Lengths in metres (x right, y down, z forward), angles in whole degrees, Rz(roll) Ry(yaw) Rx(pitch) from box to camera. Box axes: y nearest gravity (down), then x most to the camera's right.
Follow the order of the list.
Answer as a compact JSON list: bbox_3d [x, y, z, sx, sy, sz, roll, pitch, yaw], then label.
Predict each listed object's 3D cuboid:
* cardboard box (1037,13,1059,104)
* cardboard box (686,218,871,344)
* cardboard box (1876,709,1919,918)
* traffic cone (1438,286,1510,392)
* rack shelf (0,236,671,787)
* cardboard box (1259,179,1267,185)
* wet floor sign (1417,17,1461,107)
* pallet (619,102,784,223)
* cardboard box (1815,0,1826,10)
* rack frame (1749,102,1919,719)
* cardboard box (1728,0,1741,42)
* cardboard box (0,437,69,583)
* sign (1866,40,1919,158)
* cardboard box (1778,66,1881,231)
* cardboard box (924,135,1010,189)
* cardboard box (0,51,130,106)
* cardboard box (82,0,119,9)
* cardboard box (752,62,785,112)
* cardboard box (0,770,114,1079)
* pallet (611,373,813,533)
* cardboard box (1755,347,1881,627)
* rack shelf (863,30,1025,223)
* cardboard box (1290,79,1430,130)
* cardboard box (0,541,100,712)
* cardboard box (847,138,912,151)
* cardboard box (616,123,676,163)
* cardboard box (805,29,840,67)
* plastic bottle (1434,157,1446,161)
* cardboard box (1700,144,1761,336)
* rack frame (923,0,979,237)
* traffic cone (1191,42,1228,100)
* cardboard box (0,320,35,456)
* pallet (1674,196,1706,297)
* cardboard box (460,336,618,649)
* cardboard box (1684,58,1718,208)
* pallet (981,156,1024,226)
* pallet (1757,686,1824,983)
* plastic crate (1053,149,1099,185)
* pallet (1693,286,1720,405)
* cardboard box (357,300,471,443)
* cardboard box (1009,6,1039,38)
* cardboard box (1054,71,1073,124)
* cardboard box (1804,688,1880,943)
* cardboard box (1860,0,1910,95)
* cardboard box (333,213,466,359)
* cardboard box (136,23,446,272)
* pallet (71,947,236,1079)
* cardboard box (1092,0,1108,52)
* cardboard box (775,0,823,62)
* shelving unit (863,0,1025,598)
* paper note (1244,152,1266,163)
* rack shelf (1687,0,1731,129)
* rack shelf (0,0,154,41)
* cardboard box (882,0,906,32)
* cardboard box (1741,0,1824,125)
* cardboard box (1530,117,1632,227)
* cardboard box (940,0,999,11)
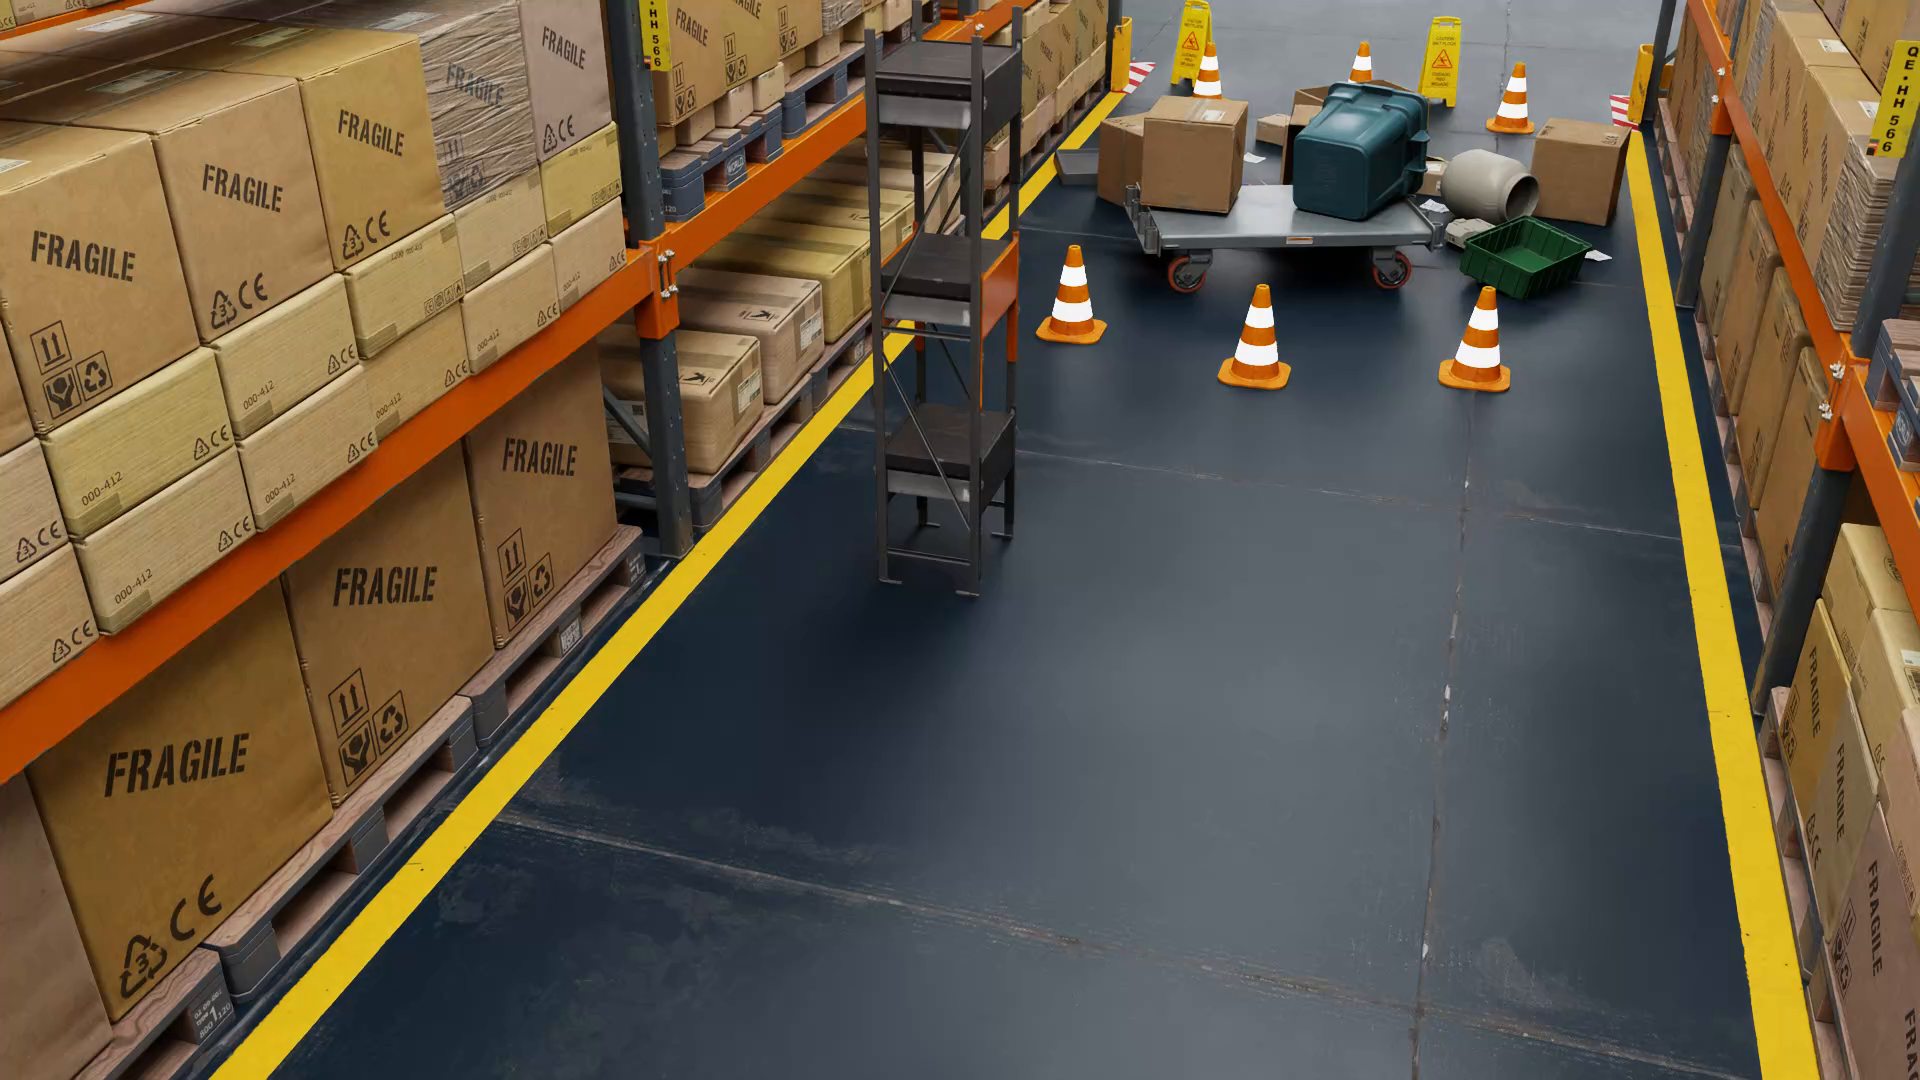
[{"bbox_3d":[0.341,-3.218,11.075,0.500,0.500,0.500,10,31,17],"label":"cardboard box"},{"bbox_3d":[-0.952,-1.315,8.300,0.950,0.372,0.625,10,30,17],"label":"cardboard box"},{"bbox_3d":[2.457,0.667,3.833,0.500,0.250,0.500,9,30,15],"label":"cardboard box"},{"bbox_3d":[2.534,-1.006,8.083,0.336,0.463,0.334,8,30,15],"label":"traffic cone"},{"bbox_3d":[-2.151,-0.079,4.547,1.077,0.370,4.000,8,30,15],"label":"rack shelf"},{"bbox_3d":[1.901,-2.060,10.179,0.258,0.266,0.396,-12,31,-20],"label":"cardboard box"},{"bbox_3d":[3.661,-3.649,12.645,0.267,0.644,0.232,3,29,6],"label":"wet floor sign"},{"bbox_3d":[-1.457,-1.586,6.712,1.213,0.211,1.003,8,30,15],"label":"pallet"},{"bbox_3d":[4.082,-2.532,7.085,0.700,0.500,0.500,8,30,14],"label":"cardboard box"},{"bbox_3d":[3.197,-0.664,4.857,1.000,3.000,0.127,8,30,15],"label":"rack frame"},{"bbox_3d":[4.468,-2.761,8.474,0.875,0.550,0.550,8,30,15],"label":"cardboard box"},{"bbox_3d":[-2.214,-0.028,3.354,0.500,0.250,0.500,9,30,16],"label":"cardboard box"},{"bbox_3d":[2.666,-1.247,4.716,0.100,0.325,0.005,8,30,15],"label":"sign"},{"bbox_3d":[3.367,-1.419,6.112,0.500,0.500,0.500,8,30,14],"label":"cardboard box"},{"bbox_3d":[0.041,-2.400,10.374,0.500,0.250,0.500,7,30,13],"label":"cardboard box"},{"bbox_3d":[-2.397,-0.905,4.160,0.500,0.500,0.500,9,30,16],"label":"cardboard box"},{"bbox_3d":[-5.177,-3.317,9.781,0.500,0.250,0.500,8,30,15],"label":"cardboard box"},{"bbox_3d":[-0.951,-1.893,6.894,0.380,0.149,0.250,9,30,15],"label":"cardboard box"},{"bbox_3d":[-2.633,0.981,3.654,0.875,0.875,0.875,9,30,16],"label":"cardboard box"},{"bbox_3d":[-1.334,-0.467,7.373,1.003,0.211,1.213,8,30,15],"label":"pallet"},{"bbox_3d":[3.462,-0.134,5.788,1.050,0.750,0.750,8,30,14],"label":"cardboard box"},{"bbox_3d":[-0.049,-1.440,5.768,0.431,0.518,0.480,8,30,15],"label":"rack shelf"},{"bbox_3d":[2.688,-2.772,11.216,0.797,0.503,0.637,-12,31,-20],"label":"cardboard box"},{"bbox_3d":[-2.207,0.194,3.470,0.500,0.250,0.500,8,30,14],"label":"cardboard box"},{"bbox_3d":[-0.474,-2.477,10.514,0.500,0.250,0.500,10,31,17],"label":"cardboard box"},{"bbox_3d":[-1.291,-1.521,6.226,0.380,0.149,0.250,7,30,12],"label":"cardboard box"},{"bbox_3d":[-0.771,-2.265,7.563,0.380,0.149,0.250,9,30,16],"label":"cardboard box"},{"bbox_3d":[3.227,-2.511,11.200,0.133,0.061,0.283,-1,29,-3],"label":"plastic bottle"},{"bbox_3d":[4.275,-1.422,8.102,1.050,0.750,0.750,8,30,15],"label":"cardboard box"},{"bbox_3d":[-0.390,-3.182,9.384,1.000,3.000,0.127,8,30,15],"label":"rack frame"},{"bbox_3d":[1.891,-3.548,12.652,0.336,0.463,0.334,8,30,15],"label":"traffic cone"},{"bbox_3d":[-2.212,-0.349,3.160,0.500,0.500,0.500,8,30,15],"label":"cardboard box"},{"bbox_3d":[4.669,-1.646,9.492,1.003,0.211,1.213,8,30,15],"label":"pallet"},{"bbox_3d":[-1.847,-0.269,5.902,0.875,0.875,0.875,8,30,14],"label":"cardboard box"},{"bbox_3d":[4.884,-2.479,9.875,0.875,0.875,0.875,9,30,15],"label":"cardboard box"},{"bbox_3d":[-0.227,-2.281,10.632,1.003,0.211,1.213,8,30,15],"label":"pallet"},{"bbox_3d":[2.966,0.918,4.883,1.003,0.211,1.213,8,30,15],"label":"pallet"},{"bbox_3d":[0.854,-2.519,11.195,0.402,0.080,0.583,-1,29,-3],"label":"plastic crate"},{"bbox_3d":[4.217,-0.935,8.213,1.003,0.211,1.213,8,30,15],"label":"pallet"},{"bbox_3d":[-1.763,-0.514,4.743,0.500,0.250,0.500,8,30,14],"label":"cardboard box"},{"bbox_3d":[0.284,-3.299,10.553,0.380,0.149,0.250,10,31,17],"label":"cardboard box"},{"bbox_3d":[0.496,-3.125,11.679,0.500,0.250,0.500,7,30,13],"label":"cardboard box"},{"bbox_3d":[2.601,0.772,4.417,0.500,0.500,0.500,9,30,15],"label":"cardboard box"},{"bbox_3d":[3.634,-1.825,5.815,0.700,0.500,0.500,8,30,14],"label":"cardboard box"},{"bbox_3d":[-1.741,-0.735,4.626,0.500,0.250,0.500,8,30,14],"label":"cardboard box"},{"bbox_3d":[-1.761,-1.057,4.432,0.500,0.500,0.500,9,30,15],"label":"cardboard box"},{"bbox_3d":[-2.584,1.385,4.043,1.003,0.211,1.213,8,30,15],"label":"pallet"},{"bbox_3d":[0.798,-3.941,12.374,0.500,0.500,0.500,9,30,15],"label":"cardboard box"},{"bbox_3d":[-0.915,-2.347,7.043,0.500,0.500,0.500,9,30,16],"label":"cardboard box"},{"bbox_3d":[-0.049,-0.841,6.101,0.431,2.100,0.503,8,30,15],"label":"shelving unit"},{"bbox_3d":[2.016,-2.642,11.479,0.148,0.019,0.142,20,35,32],"label":"paper note"},{"bbox_3d":[4.958,-3.138,10.045,1.077,0.370,4.000,8,30,15],"label":"rack shelf"},{"bbox_3d":[-5.724,-2.645,9.159,1.077,0.370,4.000,8,30,15],"label":"rack shelf"},{"bbox_3d":[-0.484,-2.613,8.189,0.380,0.149,0.250,9,30,15],"label":"cardboard box"},{"bbox_3d":[3.812,-2.126,7.382,0.500,0.500,0.500,9,30,15],"label":"cardboard box"},{"bbox_3d":[3.846,-2.299,10.366,0.500,0.500,0.500,14,32,23],"label":"cardboard box"},{"bbox_3d":[0.009,-3.173,9.626,0.380,0.149,0.250,8,30,15],"label":"cardboard box"}]
